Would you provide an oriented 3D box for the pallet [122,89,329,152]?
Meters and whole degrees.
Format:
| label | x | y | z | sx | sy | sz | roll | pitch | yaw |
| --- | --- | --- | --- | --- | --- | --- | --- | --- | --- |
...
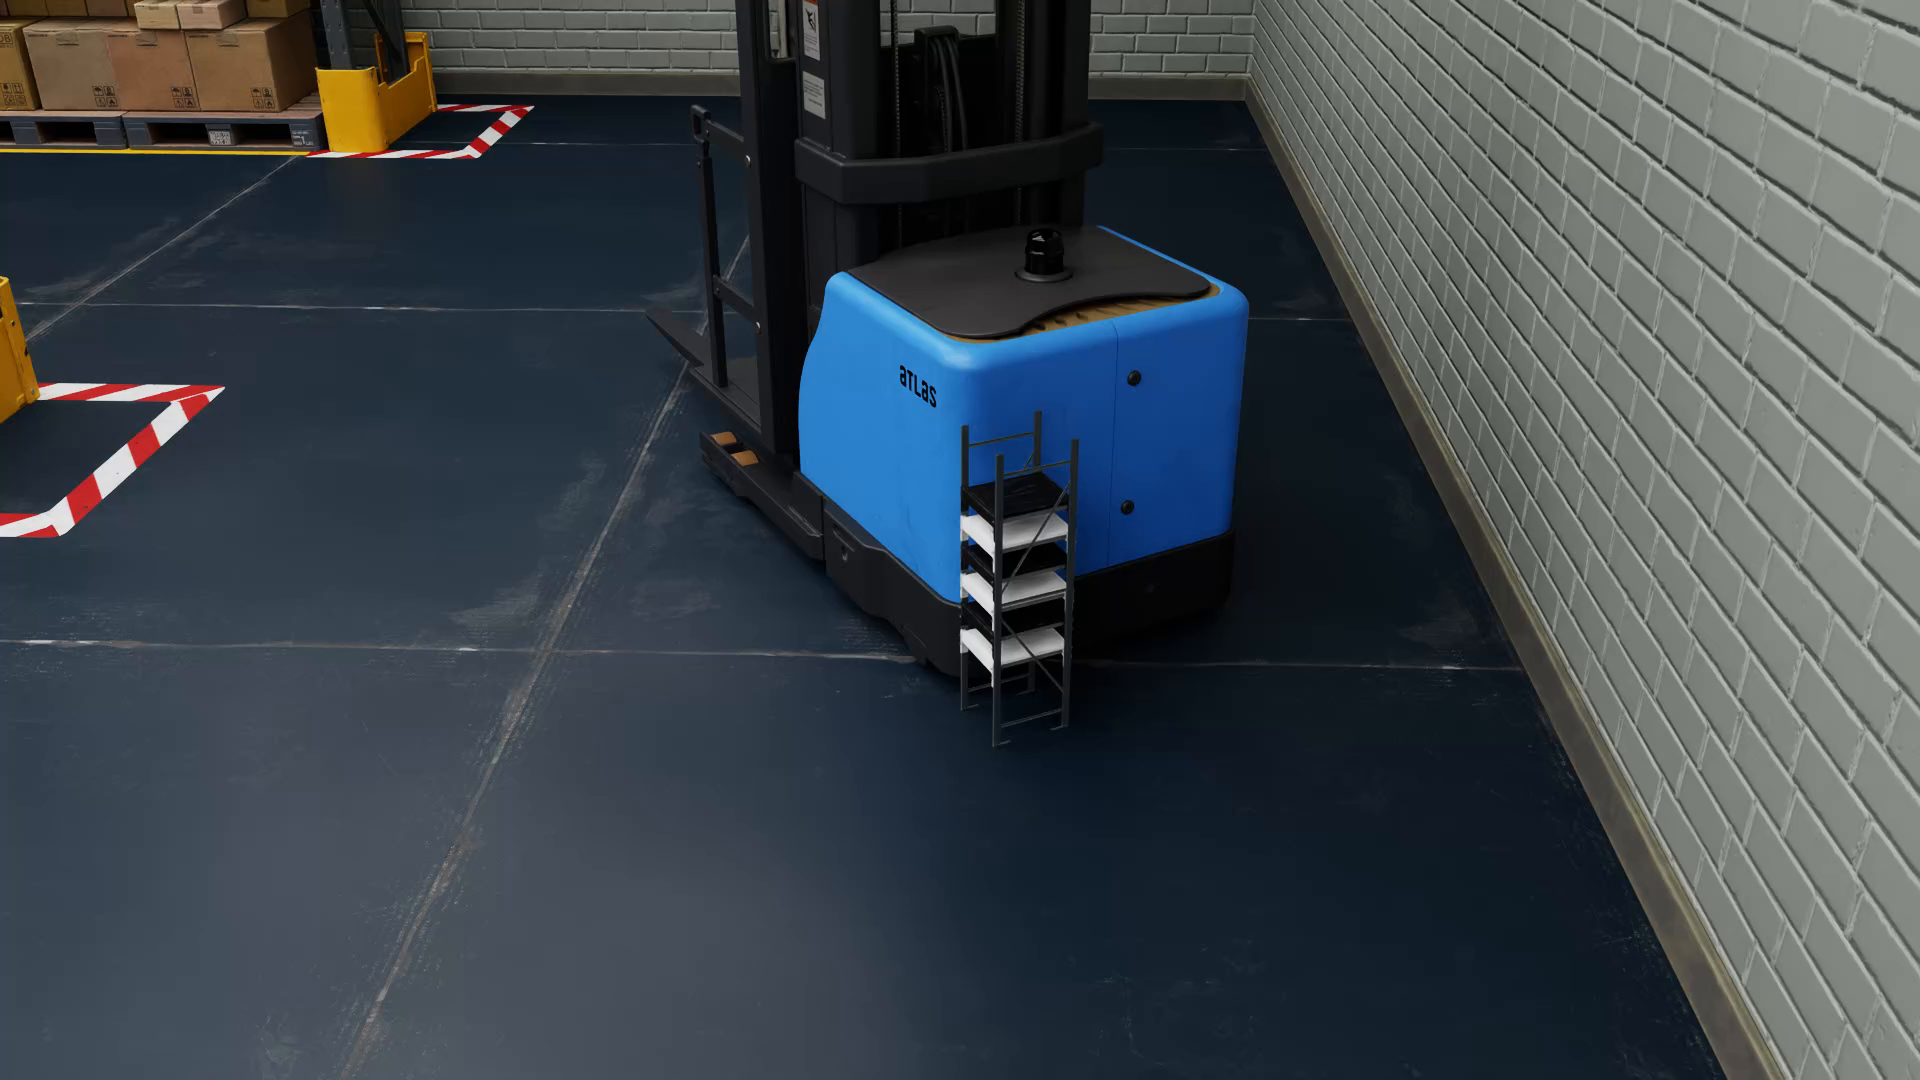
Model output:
| label | x | y | z | sx | sy | sz | roll | pitch | yaw |
| --- | --- | --- | --- | --- | --- | --- | --- | --- | --- |
| pallet | -4.542 | -2.732 | 10.679 | 1.213 | 0.211 | 1.003 | 1 | 28 | 2 |

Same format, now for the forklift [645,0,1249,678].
| label | x | y | z | sx | sy | sz | roll | pitch | yaw |
| --- | --- | --- | --- | --- | --- | --- | --- | --- | --- |
| forklift | -0.309 | -1.548 | 5.541 | 1.130 | 2.935 | 3.031 | -15 | 31 | -26 |

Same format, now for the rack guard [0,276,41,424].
| label | x | y | z | sx | sy | sz | roll | pitch | yaw |
| --- | --- | --- | --- | --- | --- | --- | --- | --- | --- |
| rack guard | -3.988 | -0.566 | 6.283 | 0.348 | 0.500 | 1.175 | 1 | 28 | 2 |

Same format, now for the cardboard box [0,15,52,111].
| label | x | y | z | sx | sy | sz | roll | pitch | yaw |
| --- | --- | --- | --- | --- | --- | --- | --- | --- | --- |
| cardboard box | -5.979 | -3.055 | 10.531 | 0.500 | 0.500 | 0.700 | 2 | 28 | 3 |

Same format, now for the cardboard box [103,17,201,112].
| label | x | y | z | sx | sy | sz | roll | pitch | yaw |
| --- | --- | --- | --- | --- | --- | --- | --- | --- | --- |
| cardboard box | -4.944 | -3.042 | 10.506 | 0.500 | 0.500 | 0.700 | 1 | 28 | 2 |

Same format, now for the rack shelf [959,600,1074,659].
| label | x | y | z | sx | sy | sz | roll | pitch | yaw |
| --- | --- | --- | --- | --- | --- | --- | --- | --- | --- |
| rack shelf | 0.156 | 0.224 | 4.631 | 0.258 | 0.077 | 0.200 | -13 | 30 | -23 |

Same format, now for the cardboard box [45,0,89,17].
| label | x | y | z | sx | sy | sz | roll | pitch | yaw |
| --- | --- | --- | --- | --- | --- | --- | --- | --- | --- |
| cardboard box | -5.579 | -3.432 | 10.549 | 0.250 | 0.149 | 0.380 | 1 | 28 | 2 |

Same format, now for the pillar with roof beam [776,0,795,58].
| label | x | y | z | sx | sy | sz | roll | pitch | yaw |
| --- | --- | --- | --- | --- | --- | --- | --- | --- | --- |
| pillar with roof beam | -1.164 | -4.983 | 5.543 | 0.400 | 9.000 | 9.100 | 1 | 28 | 2 |

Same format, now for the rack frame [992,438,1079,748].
| label | x | y | z | sx | sy | sz | roll | pitch | yaw |
| --- | --- | --- | --- | --- | --- | --- | --- | --- | --- |
| rack frame | 0.200 | 0.158 | 4.492 | 0.240 | 0.900 | 0.006 | -13 | 30 | -23 |

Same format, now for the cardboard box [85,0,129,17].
| label | x | y | z | sx | sy | sz | roll | pitch | yaw |
| --- | --- | --- | --- | --- | --- | --- | --- | --- | --- |
| cardboard box | -5.322 | -3.428 | 10.542 | 0.250 | 0.149 | 0.380 | 1 | 28 | 3 |

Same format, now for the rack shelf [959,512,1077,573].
| label | x | y | z | sx | sy | sz | roll | pitch | yaw |
| --- | --- | --- | --- | --- | --- | --- | --- | --- | --- |
| rack shelf | 0.156 | -0.015 | 4.504 | 0.258 | 0.077 | 0.200 | -13 | 30 | -23 |

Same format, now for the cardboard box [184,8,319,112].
| label | x | y | z | sx | sy | sz | roll | pitch | yaw |
| --- | --- | --- | --- | --- | --- | --- | --- | --- | --- |
| cardboard box | -4.444 | -3.033 | 10.490 | 0.500 | 0.500 | 0.700 | 1 | 28 | 2 |

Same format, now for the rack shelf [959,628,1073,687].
| label | x | y | z | sx | sy | sz | roll | pitch | yaw |
| --- | --- | --- | --- | --- | --- | --- | --- | --- | --- |
| rack shelf | 0.156 | 0.303 | 4.673 | 0.258 | 0.077 | 0.200 | -13 | 30 | -23 |

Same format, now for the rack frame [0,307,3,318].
| label | x | y | z | sx | sy | sz | roll | pitch | yaw |
| --- | --- | --- | --- | --- | --- | --- | --- | --- | --- |
| rack frame | -3.912 | -1.669 | 5.695 | 0.127 | 3.000 | 1.000 | 1 | 28 | 2 |

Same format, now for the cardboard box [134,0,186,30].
| label | x | y | z | sx | sy | sz | roll | pitch | yaw |
| --- | --- | --- | --- | --- | --- | --- | --- | --- | --- |
| cardboard box | -4.834 | -3.241 | 10.189 | 0.250 | 0.149 | 0.380 | 2 | 28 | 3 |

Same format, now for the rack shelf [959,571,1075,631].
| label | x | y | z | sx | sy | sz | roll | pitch | yaw |
| --- | --- | --- | --- | --- | --- | --- | --- | --- | --- |
| rack shelf | 0.156 | 0.144 | 4.588 | 0.258 | 0.077 | 0.200 | -13 | 30 | -23 |

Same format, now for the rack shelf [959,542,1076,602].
| label | x | y | z | sx | sy | sz | roll | pitch | yaw |
| --- | --- | --- | --- | --- | --- | --- | --- | --- | --- |
| rack shelf | 0.156 | 0.065 | 4.546 | 0.258 | 0.077 | 0.200 | -13 | 30 | -23 |

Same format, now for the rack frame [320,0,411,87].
| label | x | y | z | sx | sy | sz | roll | pitch | yaw |
| --- | --- | --- | --- | --- | --- | --- | --- | --- | --- |
| rack frame | -3.741 | -3.988 | 10.070 | 0.127 | 3.000 | 1.000 | 1 | 28 | 2 |

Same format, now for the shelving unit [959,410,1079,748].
| label | x | y | z | sx | sy | sz | roll | pitch | yaw |
| --- | --- | --- | --- | --- | --- | --- | --- | --- | --- |
| shelving unit | 0.156 | 0.115 | 4.573 | 0.258 | 0.900 | 0.210 | -13 | 30 | -23 |

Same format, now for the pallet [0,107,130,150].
| label | x | y | z | sx | sy | sz | roll | pitch | yaw |
| --- | --- | --- | --- | --- | --- | --- | --- | --- | --- |
| pallet | -5.758 | -2.754 | 10.719 | 1.213 | 0.211 | 1.003 | 1 | 28 | 2 |

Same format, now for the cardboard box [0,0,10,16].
| label | x | y | z | sx | sy | sz | roll | pitch | yaw |
| --- | --- | --- | --- | --- | --- | --- | --- | --- | --- |
| cardboard box | -6.090 | -3.440 | 10.564 | 0.250 | 0.149 | 0.380 | 1 | 28 | 2 |

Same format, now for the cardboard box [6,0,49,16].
| label | x | y | z | sx | sy | sz | roll | pitch | yaw |
| --- | --- | --- | --- | --- | --- | --- | --- | --- | --- |
| cardboard box | -5.832 | -3.436 | 10.557 | 0.250 | 0.149 | 0.380 | 0 | 28 | 1 |

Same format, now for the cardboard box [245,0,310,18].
| label | x | y | z | sx | sy | sz | roll | pitch | yaw |
| --- | --- | --- | --- | --- | --- | --- | --- | --- | --- |
| cardboard box | -4.312 | -3.412 | 10.511 | 0.250 | 0.149 | 0.380 | 1 | 28 | 2 |

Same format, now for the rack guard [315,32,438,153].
| label | x | y | z | sx | sy | sz | roll | pitch | yaw |
| --- | --- | --- | --- | --- | --- | --- | --- | --- | --- |
| rack guard | -3.717 | -2.883 | 10.654 | 0.348 | 0.500 | 1.175 | 1 | 28 | 2 |

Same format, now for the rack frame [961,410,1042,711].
| label | x | y | z | sx | sy | sz | roll | pitch | yaw |
| --- | --- | --- | --- | --- | --- | --- | --- | --- | --- |
| rack frame | 0.112 | 0.072 | 4.654 | 0.240 | 0.900 | 0.006 | -13 | 30 | -23 |

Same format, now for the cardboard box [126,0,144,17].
| label | x | y | z | sx | sy | sz | roll | pitch | yaw |
| --- | --- | --- | --- | --- | --- | --- | --- | --- | --- |
| cardboard box | -5.068 | -3.424 | 10.534 | 0.250 | 0.149 | 0.380 | 1 | 28 | 2 |

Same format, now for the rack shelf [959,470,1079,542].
| label | x | y | z | sx | sy | sz | roll | pitch | yaw |
| --- | --- | --- | --- | --- | --- | --- | --- | --- | --- |
| rack shelf | 0.156 | -0.094 | 4.462 | 0.258 | 0.077 | 0.200 | -13 | 30 | -23 |

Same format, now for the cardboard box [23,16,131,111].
| label | x | y | z | sx | sy | sz | roll | pitch | yaw |
| --- | --- | --- | --- | --- | --- | --- | --- | --- | --- |
| cardboard box | -5.446 | -3.050 | 10.521 | 0.500 | 0.500 | 0.700 | 0 | 28 | 0 |

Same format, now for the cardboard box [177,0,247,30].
| label | x | y | z | sx | sy | sz | roll | pitch | yaw |
| --- | --- | --- | --- | --- | --- | --- | --- | --- | --- |
| cardboard box | -4.578 | -3.237 | 10.181 | 0.250 | 0.149 | 0.380 | 1 | 28 | 1 |
